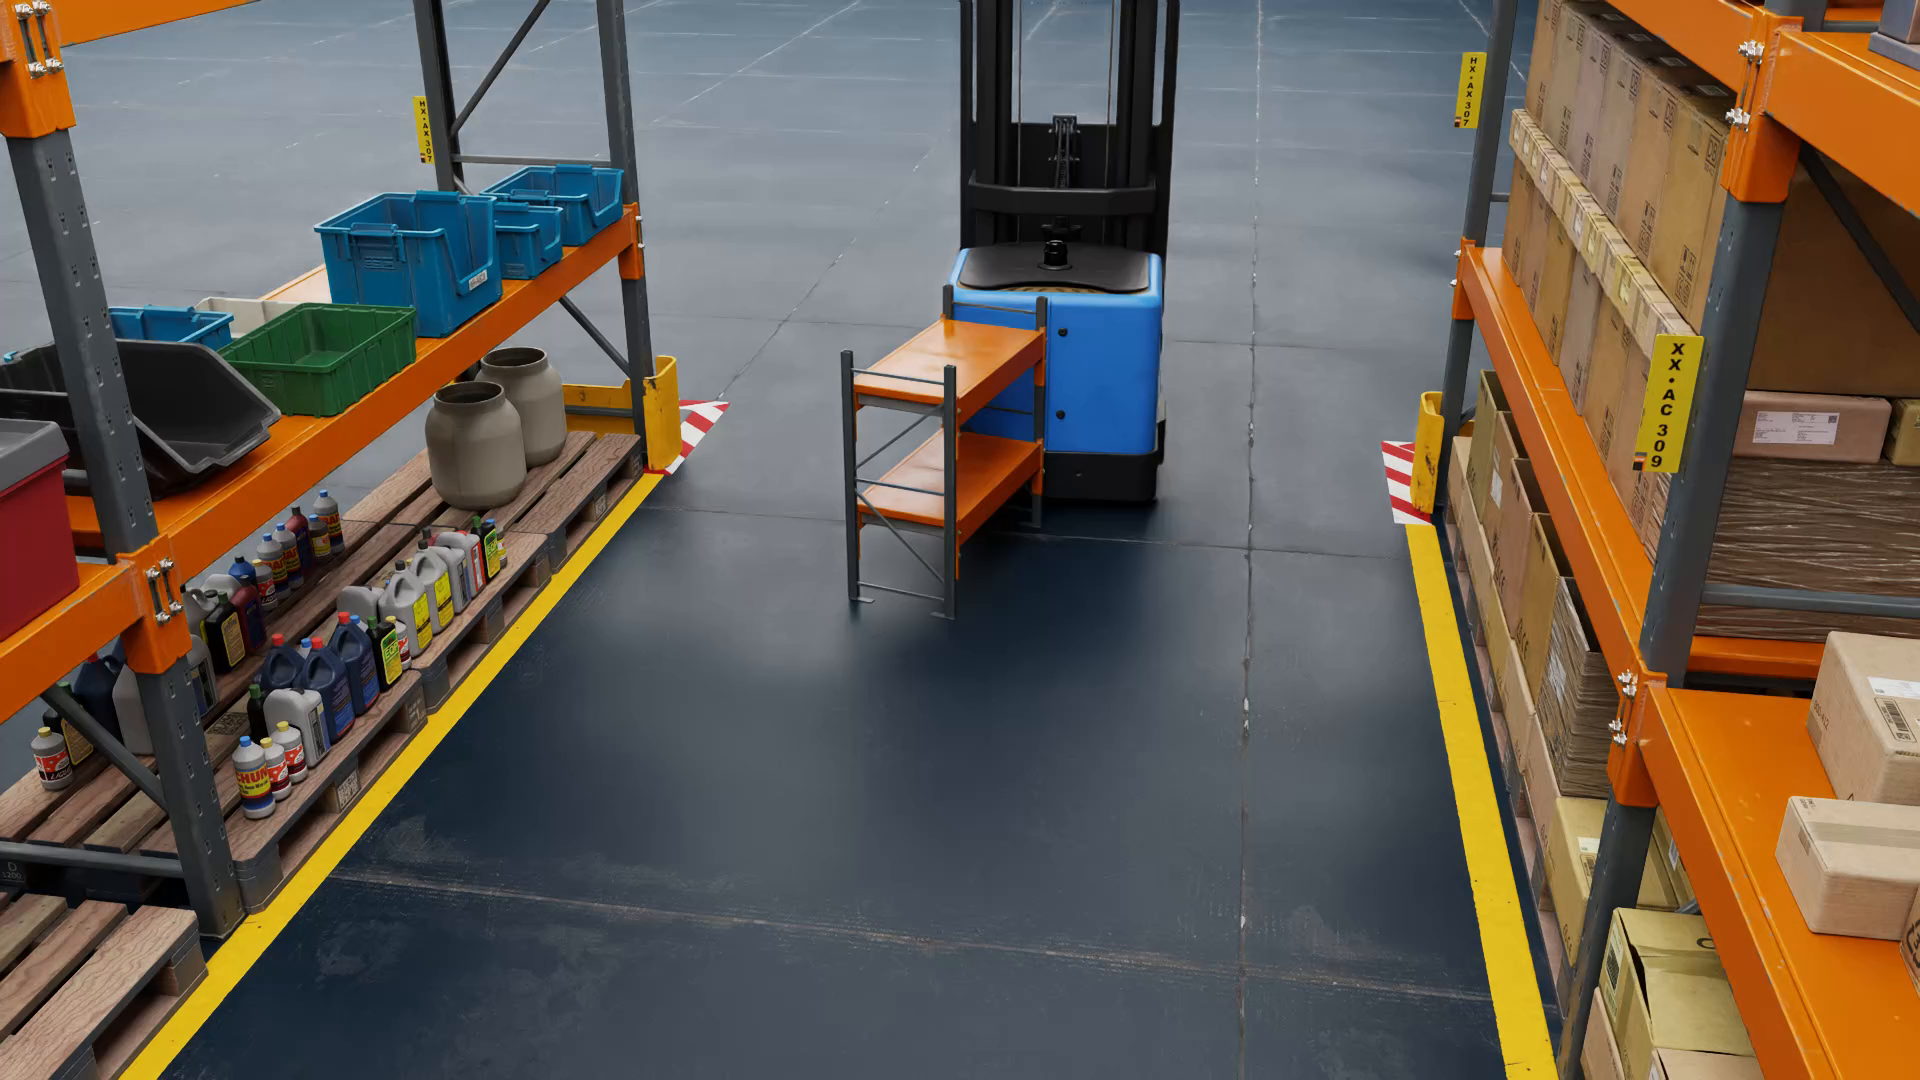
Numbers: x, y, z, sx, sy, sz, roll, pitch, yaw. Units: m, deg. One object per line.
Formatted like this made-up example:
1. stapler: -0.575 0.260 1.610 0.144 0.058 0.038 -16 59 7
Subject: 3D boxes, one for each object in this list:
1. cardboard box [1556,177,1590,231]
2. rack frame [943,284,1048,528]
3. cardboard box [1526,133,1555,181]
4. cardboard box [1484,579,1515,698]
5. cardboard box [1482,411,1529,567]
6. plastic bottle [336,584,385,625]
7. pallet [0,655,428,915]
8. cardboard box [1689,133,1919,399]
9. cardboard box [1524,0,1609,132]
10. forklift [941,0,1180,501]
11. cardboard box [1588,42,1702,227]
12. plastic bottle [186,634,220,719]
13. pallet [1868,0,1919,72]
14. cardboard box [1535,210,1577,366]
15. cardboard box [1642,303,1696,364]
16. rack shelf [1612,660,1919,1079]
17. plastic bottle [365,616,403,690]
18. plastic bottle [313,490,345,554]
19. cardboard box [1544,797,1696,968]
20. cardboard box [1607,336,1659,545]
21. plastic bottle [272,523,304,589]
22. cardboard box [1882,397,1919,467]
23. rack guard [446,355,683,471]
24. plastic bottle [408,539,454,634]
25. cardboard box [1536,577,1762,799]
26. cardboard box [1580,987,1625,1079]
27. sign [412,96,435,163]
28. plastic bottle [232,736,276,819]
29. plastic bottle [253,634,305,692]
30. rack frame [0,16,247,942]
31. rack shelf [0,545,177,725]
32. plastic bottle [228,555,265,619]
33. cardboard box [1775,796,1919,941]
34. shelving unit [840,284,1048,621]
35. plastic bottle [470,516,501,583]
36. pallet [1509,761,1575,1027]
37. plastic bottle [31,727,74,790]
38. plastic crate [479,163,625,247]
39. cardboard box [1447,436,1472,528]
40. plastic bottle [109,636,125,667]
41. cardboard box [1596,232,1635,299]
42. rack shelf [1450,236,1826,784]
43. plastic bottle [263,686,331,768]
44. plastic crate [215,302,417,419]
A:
1. cardboard box: 2.311 -1.163 5.814 0.380 0.149 0.250 4 25 8
2. rack frame: 0.156 -0.612 7.730 0.500 1.125 0.032 10 27 21
3. cardboard box: 2.437 -1.487 6.506 0.380 0.149 0.250 4 25 9
4. cardboard box: 2.242 0.379 6.150 0.500 0.250 0.500 4 25 9
5. cardboard box: 2.340 -0.169 6.435 0.500 0.500 0.500 4 25 9
6. plastic bottle: -2.253 0.285 6.297 0.152 0.276 0.135 4 25 9
7. pallet: -2.593 0.801 5.790 1.003 0.211 1.213 4 25 9
8. cardboard box: 2.208 -0.658 3.969 0.700 0.500 0.500 4 25 9
9. cardboard box: 2.698 -1.929 6.684 0.700 0.500 0.500 4 25 9
10. forklift: 0.571 -2.104 8.787 1.130 2.935 3.031 3 25 5
11. cardboard box: 2.454 -1.288 5.315 0.700 0.500 0.500 4 25 9
12. plastic bottle: -2.741 0.481 5.879 0.152 0.276 0.135 4 25 9
13. pallet: 2.011 -0.741 2.483 0.805 0.209 1.217 3 25 6
14. cardboard box: 2.539 -0.936 6.093 0.700 0.500 0.500 4 25 9
15. cardboard box: 2.058 -0.520 4.439 0.380 0.149 0.250 3 25 7
16. rack shelf: 1.815 1.323 2.234 1.077 0.370 4.000 4 25 9
17. plastic bottle: -2.104 0.393 6.057 0.061 0.283 0.133 5 26 11
18. plastic bottle: -2.694 -0.084 7.090 0.097 0.271 0.097 0 25 0
19. cardboard box: 2.002 1.007 4.809 0.500 0.250 0.500 4 25 9
20. cardboard box: 2.288 -0.292 4.717 0.700 0.500 0.500 4 25 8
21. plastic bottle: -2.750 0.060 6.784 0.097 0.271 0.097 0 25 0
22. cardboard box: 2.377 -0.277 3.921 0.380 0.149 0.250 4 25 8
23. rack guard: -2.056 -0.690 8.634 1.175 0.500 0.348 4 25 9
24. plastic bottle: -2.072 0.173 6.448 0.144 0.351 0.185 5 26 11
25. cardboard box: 2.096 0.459 5.095 0.500 0.500 0.500 4 25 9
26. cardboard box: 1.832 1.367 4.038 0.500 0.250 0.500 3 25 7
27. sign: -2.632 -2.022 8.205 0.100 0.325 0.005 4 25 9
28. plastic bottle: -2.259 0.750 5.310 0.097 0.271 0.097 0 25 0
29. plastic bottle: -2.345 0.498 5.754 0.144 0.351 0.185 4 25 9
30. rack frame: -2.744 -0.184 4.605 1.000 3.000 0.127 4 25 9
31. rack shelf: -3.071 0.978 2.970 1.077 0.370 4.000 4 25 9
32. plastic bottle: -2.800 0.186 6.513 0.097 0.271 0.097 0 25 0
33. cardboard box: 1.796 0.631 3.160 0.380 0.149 0.250 4 25 9
34. shelving unit: -0.047 -0.414 7.308 0.538 1.125 1.048 10 27 21
35. plastic bottle: -1.959 0.023 6.848 0.061 0.283 0.133 5 25 10
36. pallet: 2.313 1.094 5.164 1.003 0.211 1.213 4 25 9
37. plastic bottle: -2.992 0.711 5.475 0.097 0.201 0.097 0 25 0
38. plastic crate: -1.877 -1.559 7.719 0.499 0.251 0.616 4 25 9
39. cardboard box: 2.489 -0.248 7.490 0.500 0.250 0.500 4 25 9
40. plastic bottle: -2.892 0.447 5.863 0.144 0.351 0.185 3 25 6
41. cardboard box: 2.184 -0.838 5.119 0.380 0.149 0.250 5 25 10
42. rack shelf: 2.469 -0.350 5.808 1.077 0.370 4.000 4 25 9
43. plastic bottle: -2.234 0.610 5.602 0.152 0.276 0.135 5 26 10
44. plastic crate: -2.244 -0.636 5.821 0.450 0.188 0.662 4 25 9
